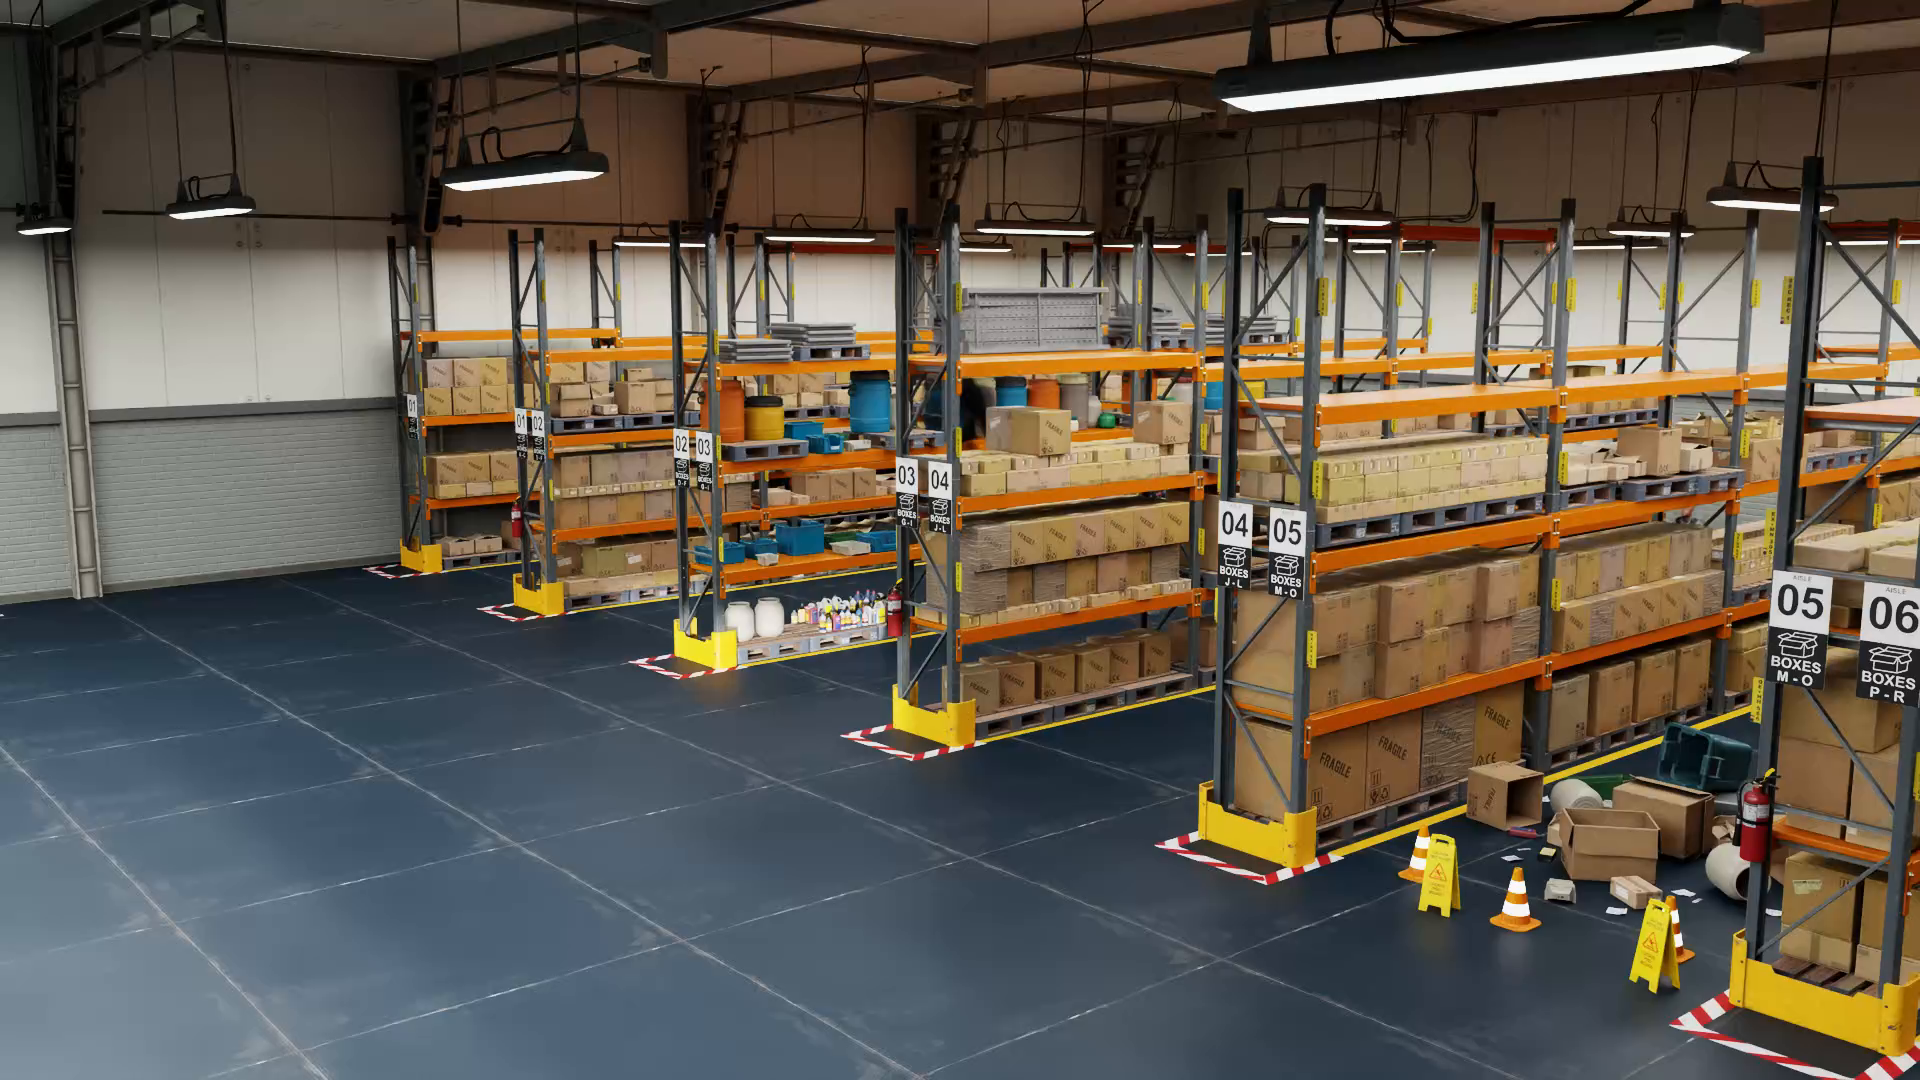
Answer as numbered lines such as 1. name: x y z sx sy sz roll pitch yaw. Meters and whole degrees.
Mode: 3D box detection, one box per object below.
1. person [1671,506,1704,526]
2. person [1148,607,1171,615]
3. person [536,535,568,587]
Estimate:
1. person: 11.683 0.253 26.751 0.802 1.721 0.656 -9 12 -44
2. person: 2.936 0.259 24.803 0.587 1.674 0.701 8 12 42
3. person: -6.930 -0.040 28.685 0.581 1.711 0.814 8 12 42
